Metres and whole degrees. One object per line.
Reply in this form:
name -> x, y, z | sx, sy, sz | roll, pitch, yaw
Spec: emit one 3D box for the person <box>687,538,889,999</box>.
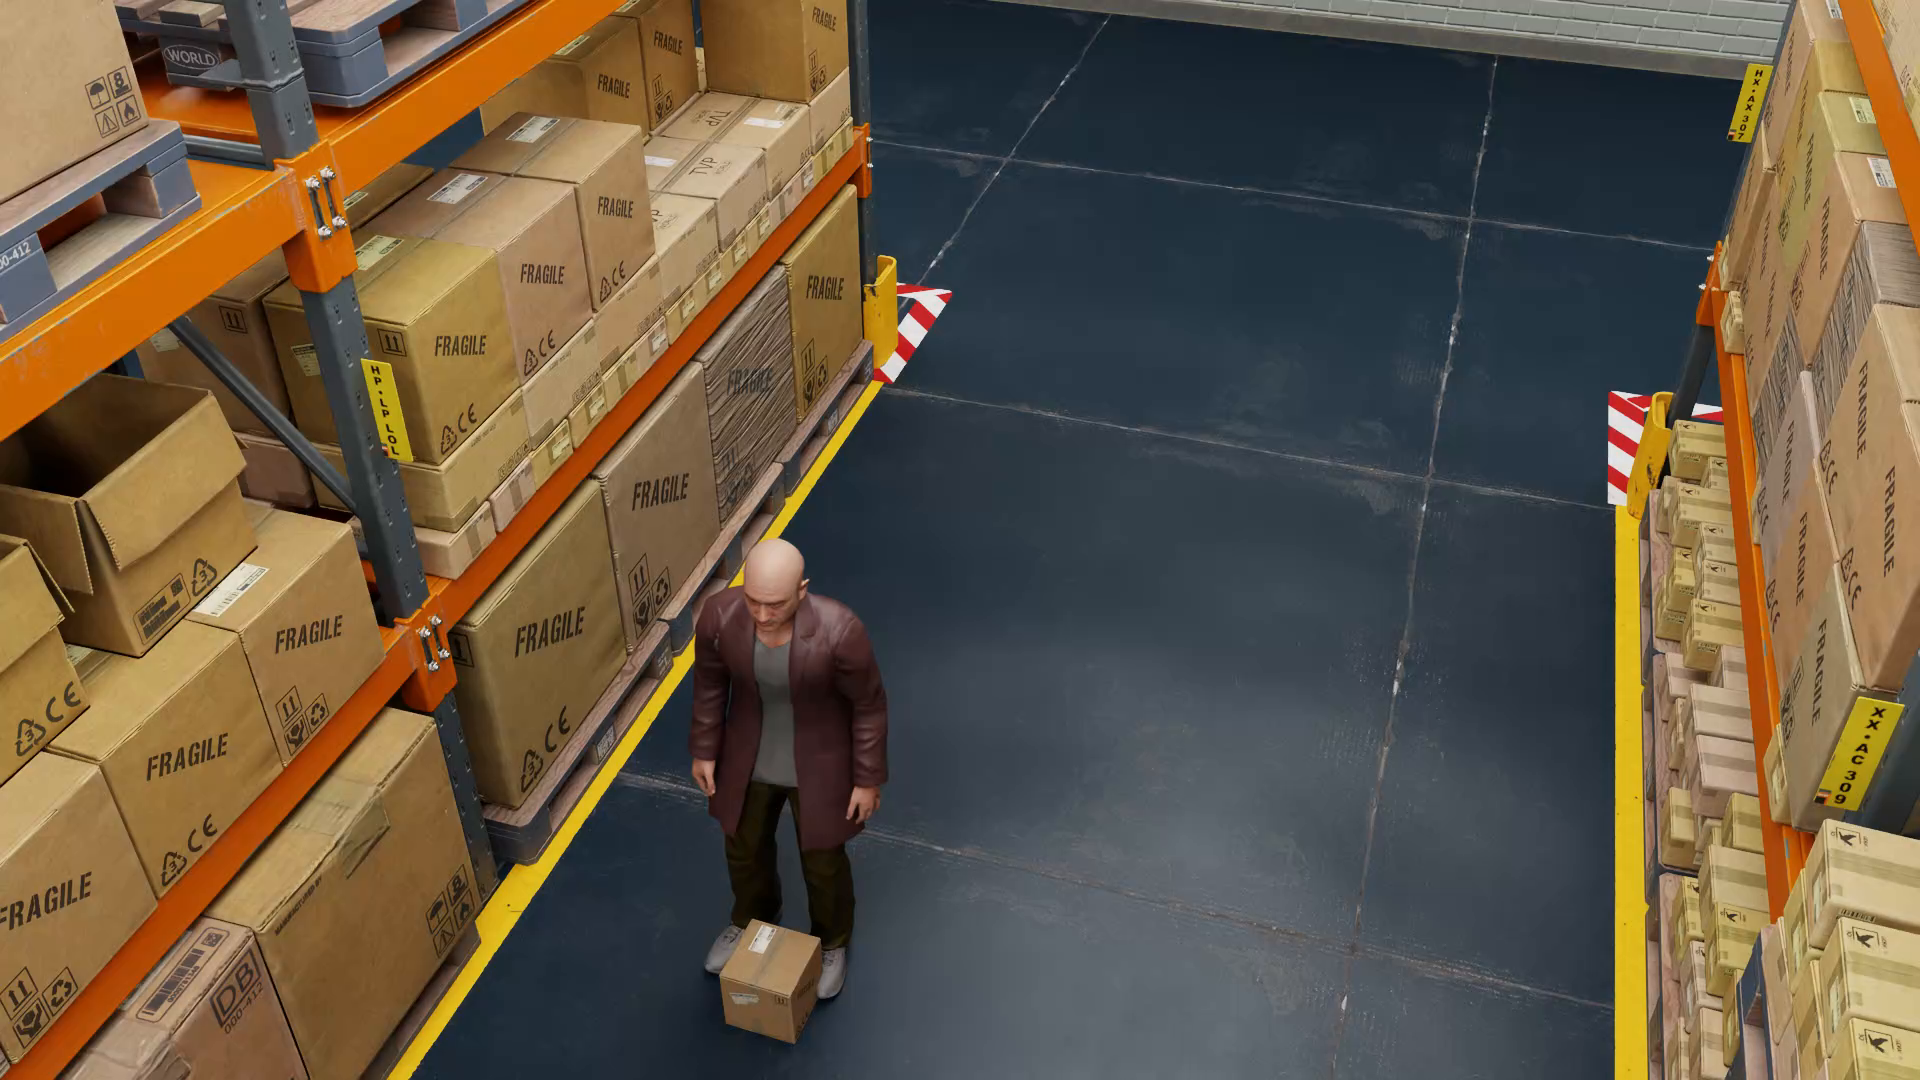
person -> -0.536, 0.702, 5.214 | 0.654, 1.774, 0.420 | 9, 37, 12
